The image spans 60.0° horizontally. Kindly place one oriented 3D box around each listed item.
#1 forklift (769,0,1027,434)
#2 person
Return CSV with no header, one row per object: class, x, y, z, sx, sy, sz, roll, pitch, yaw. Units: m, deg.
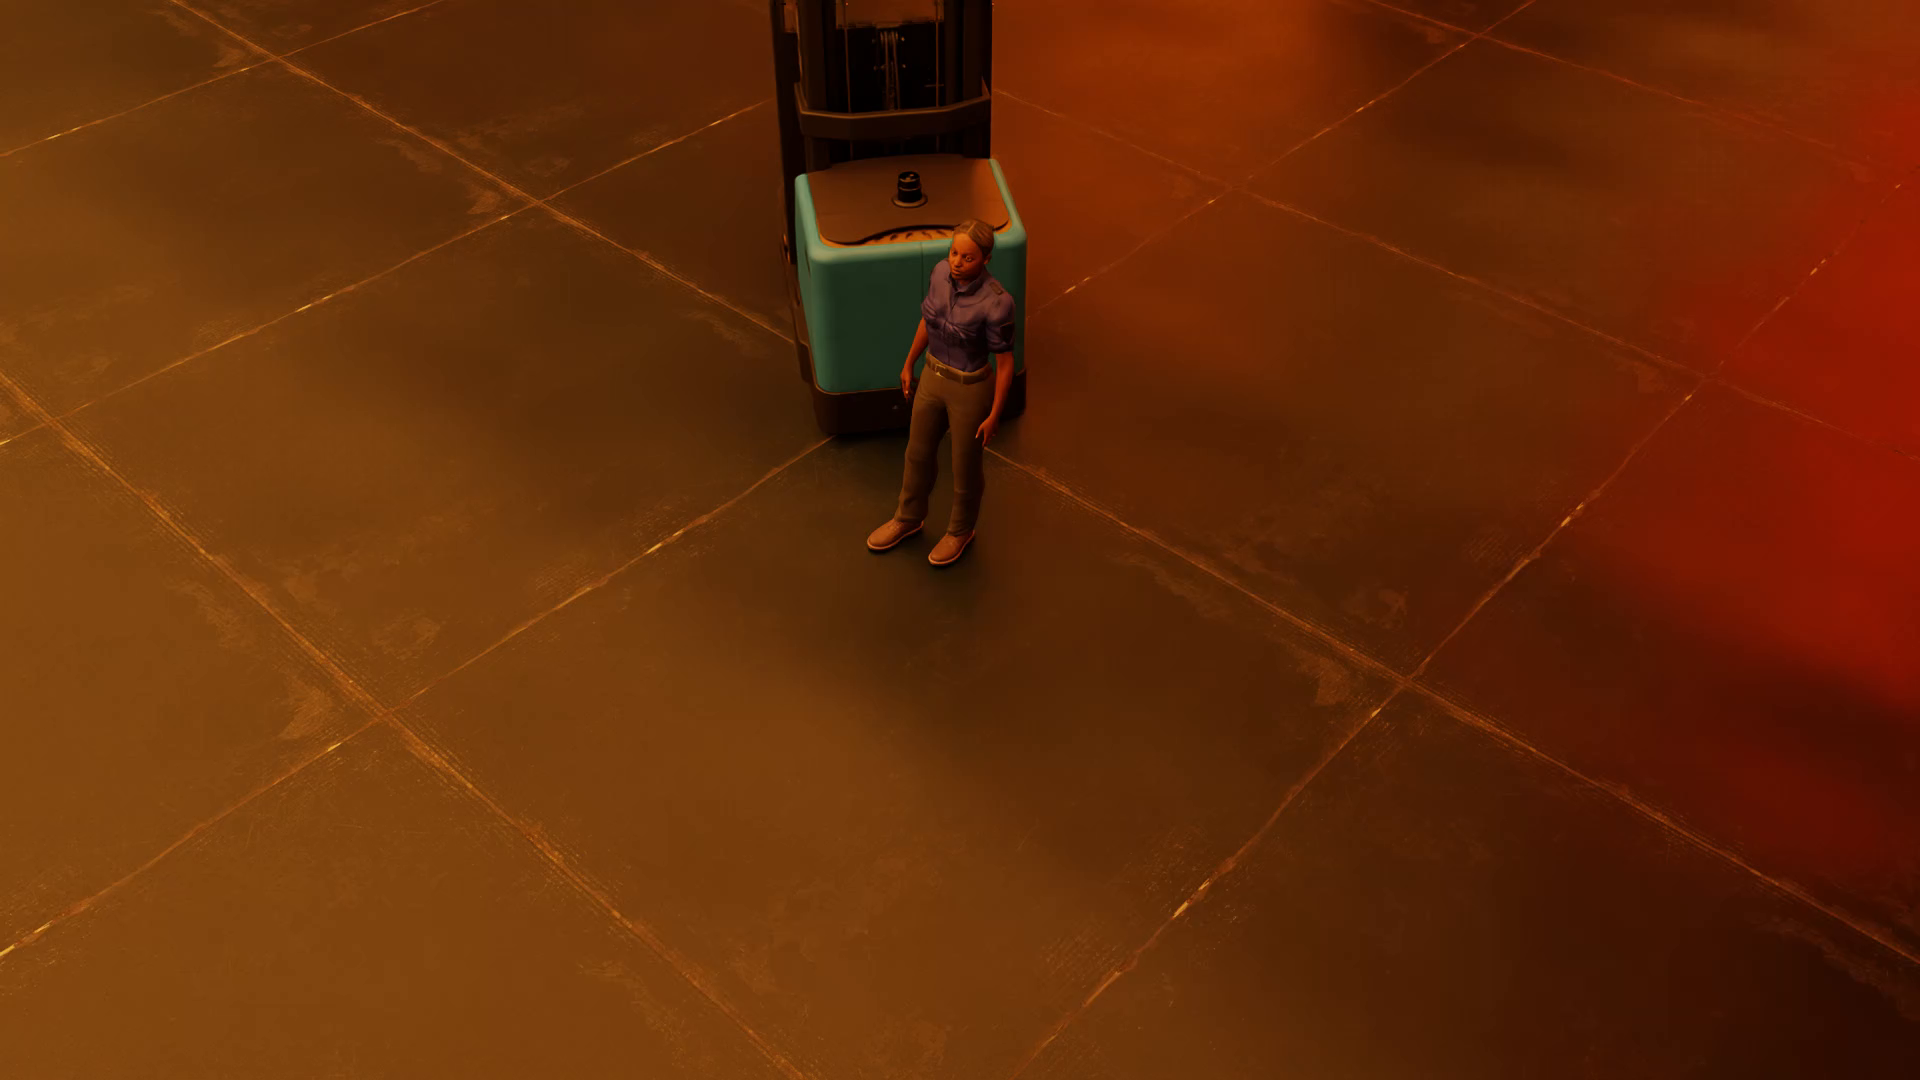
forklift,-0.427,-2.598,8.457,1.130,2.935,3.031,-6,41,-7
person,-0.074,-0.600,7.097,0.569,1.655,0.504,31,49,31
